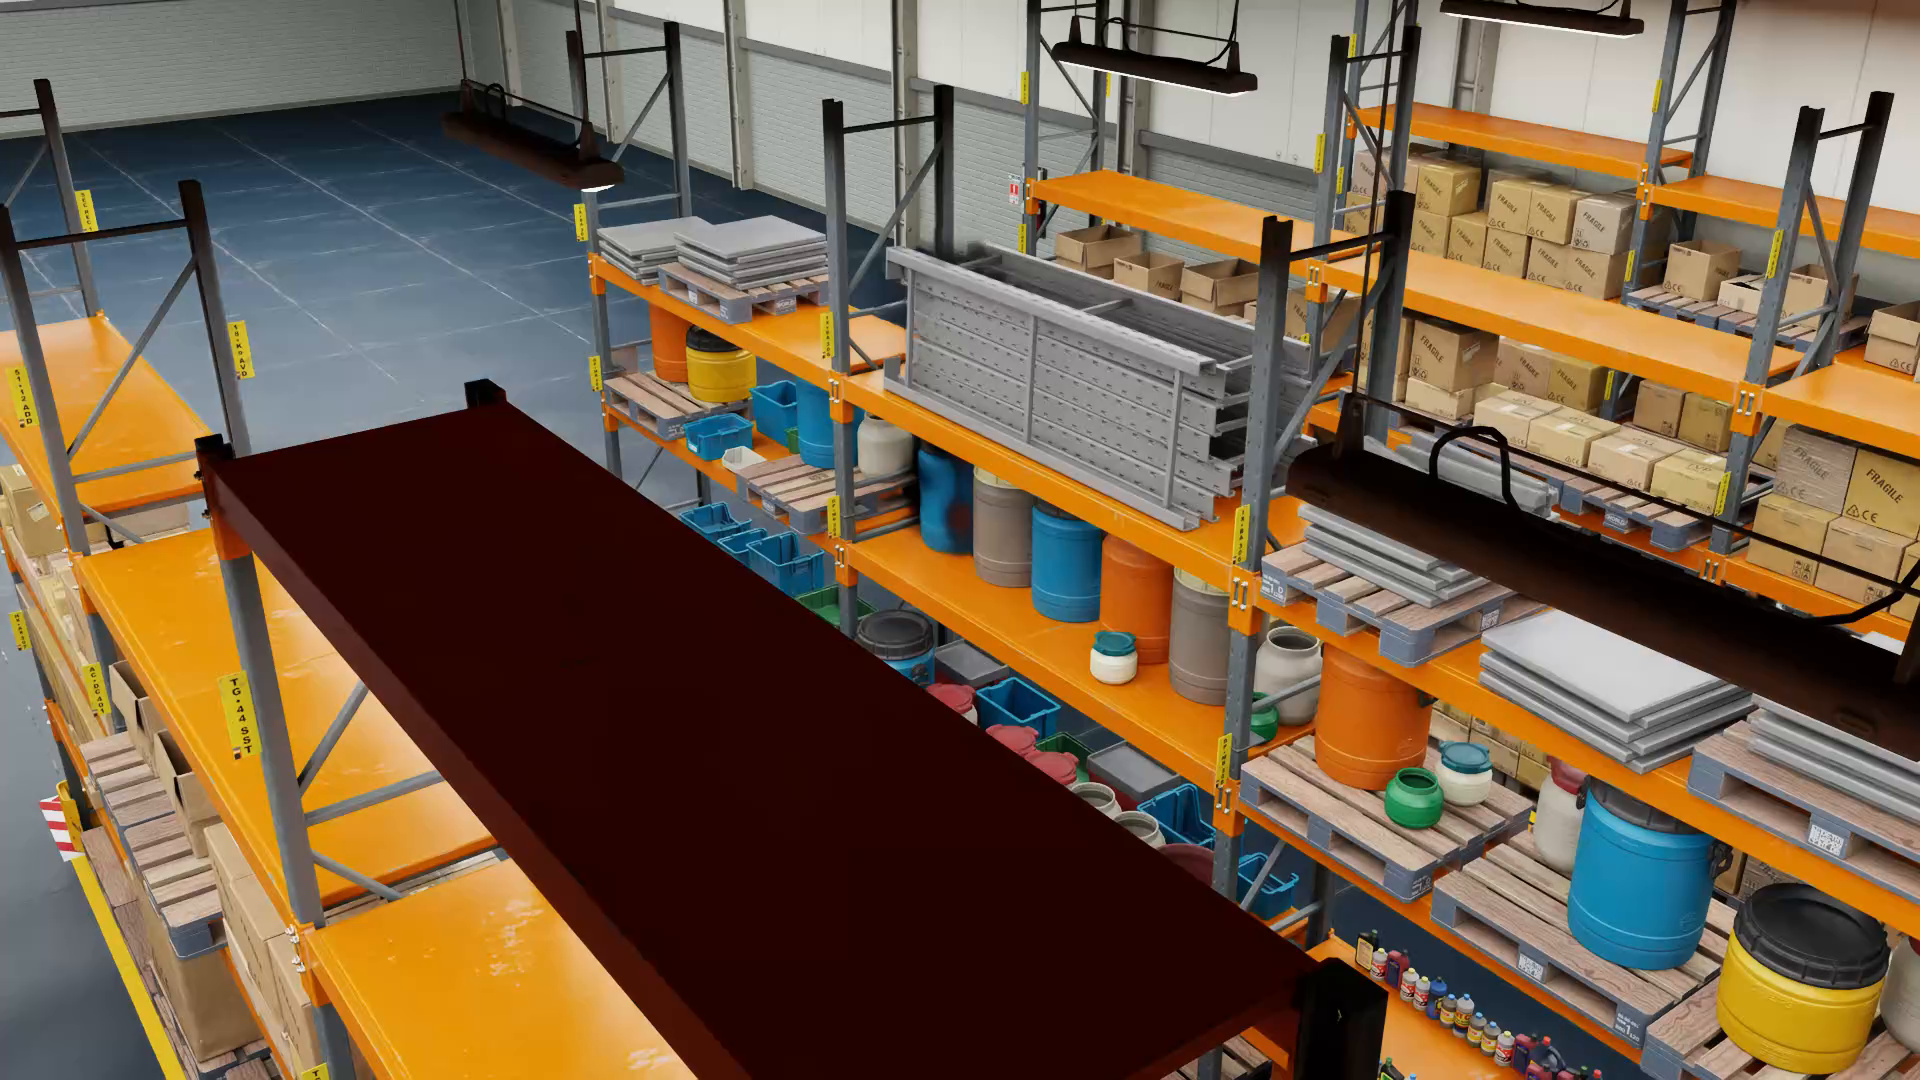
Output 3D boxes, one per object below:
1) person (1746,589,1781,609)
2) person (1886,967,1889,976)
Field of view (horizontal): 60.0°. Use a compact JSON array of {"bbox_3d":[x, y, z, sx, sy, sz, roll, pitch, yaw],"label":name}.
[{"bbox_3d":[6.860,1.095,14.519,0.601,1.825,0.833,-13,28,-27],"label":"person"},{"bbox_3d":[5.717,3.056,10.577,0.991,1.477,0.703,16,29,31],"label":"person"}]
